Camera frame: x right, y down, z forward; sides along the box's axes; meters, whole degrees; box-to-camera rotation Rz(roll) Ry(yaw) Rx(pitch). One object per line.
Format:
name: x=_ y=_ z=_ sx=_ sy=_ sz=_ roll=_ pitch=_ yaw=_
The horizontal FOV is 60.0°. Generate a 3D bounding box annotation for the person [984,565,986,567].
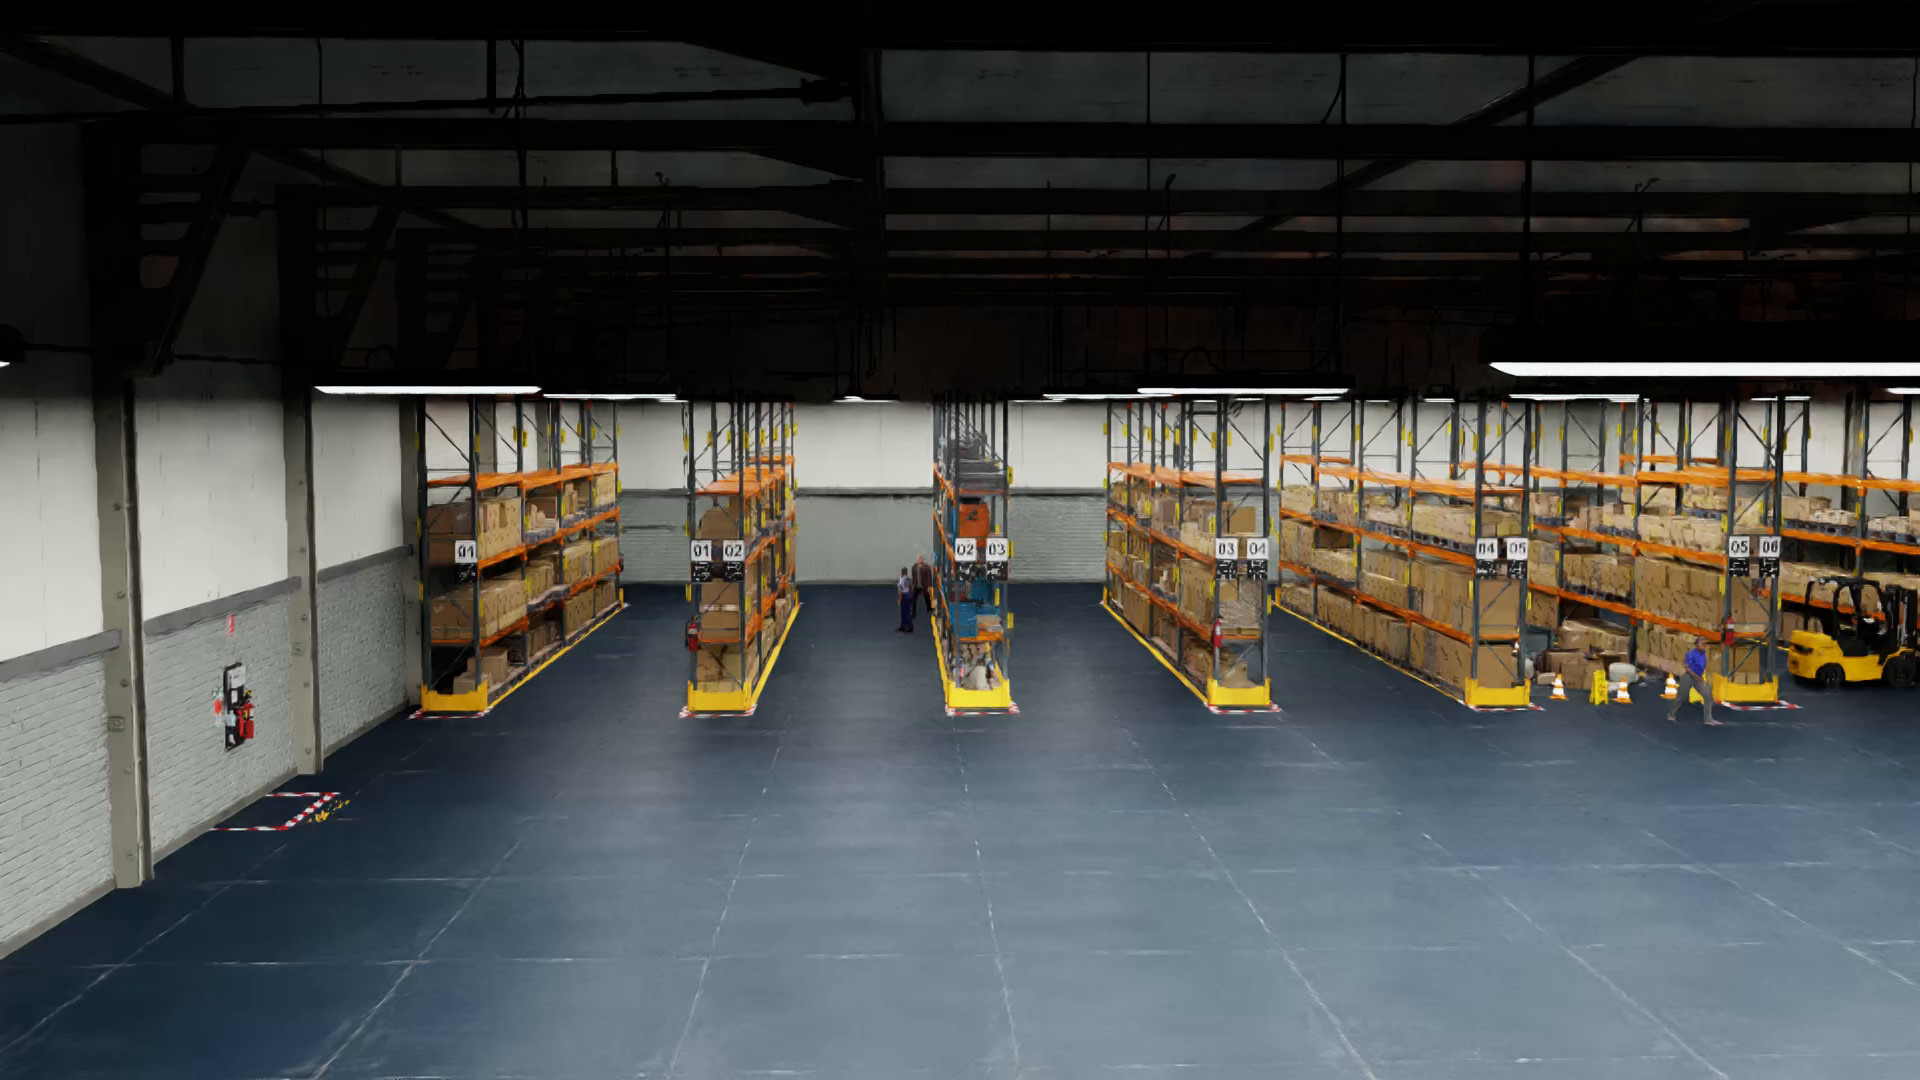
person: x=0.581 y=0.894 z=48.476 sx=0.713 sy=1.748 sz=0.671 roll=-3 pitch=6 yaw=-34

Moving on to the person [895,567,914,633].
person: x=-1.408 y=1.492 z=41.766 sx=0.569 sy=1.627 sz=0.617 roll=1 pitch=5 yaw=17

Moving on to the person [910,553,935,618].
person: x=-1.040 y=1.217 z=44.772 sx=0.630 sy=1.729 sz=1.046 roll=2 pitch=5 yaw=19

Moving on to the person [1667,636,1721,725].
person: x=13.134 y=2.493 z=29.772 sx=0.621 sy=1.588 sz=0.828 roll=-2 pitch=5 yaw=-19

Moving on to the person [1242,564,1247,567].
person: x=8.041 y=0.963 z=47.858 sx=0.702 sy=1.735 sz=0.549 roll=0 pitch=5 yaw=-4
